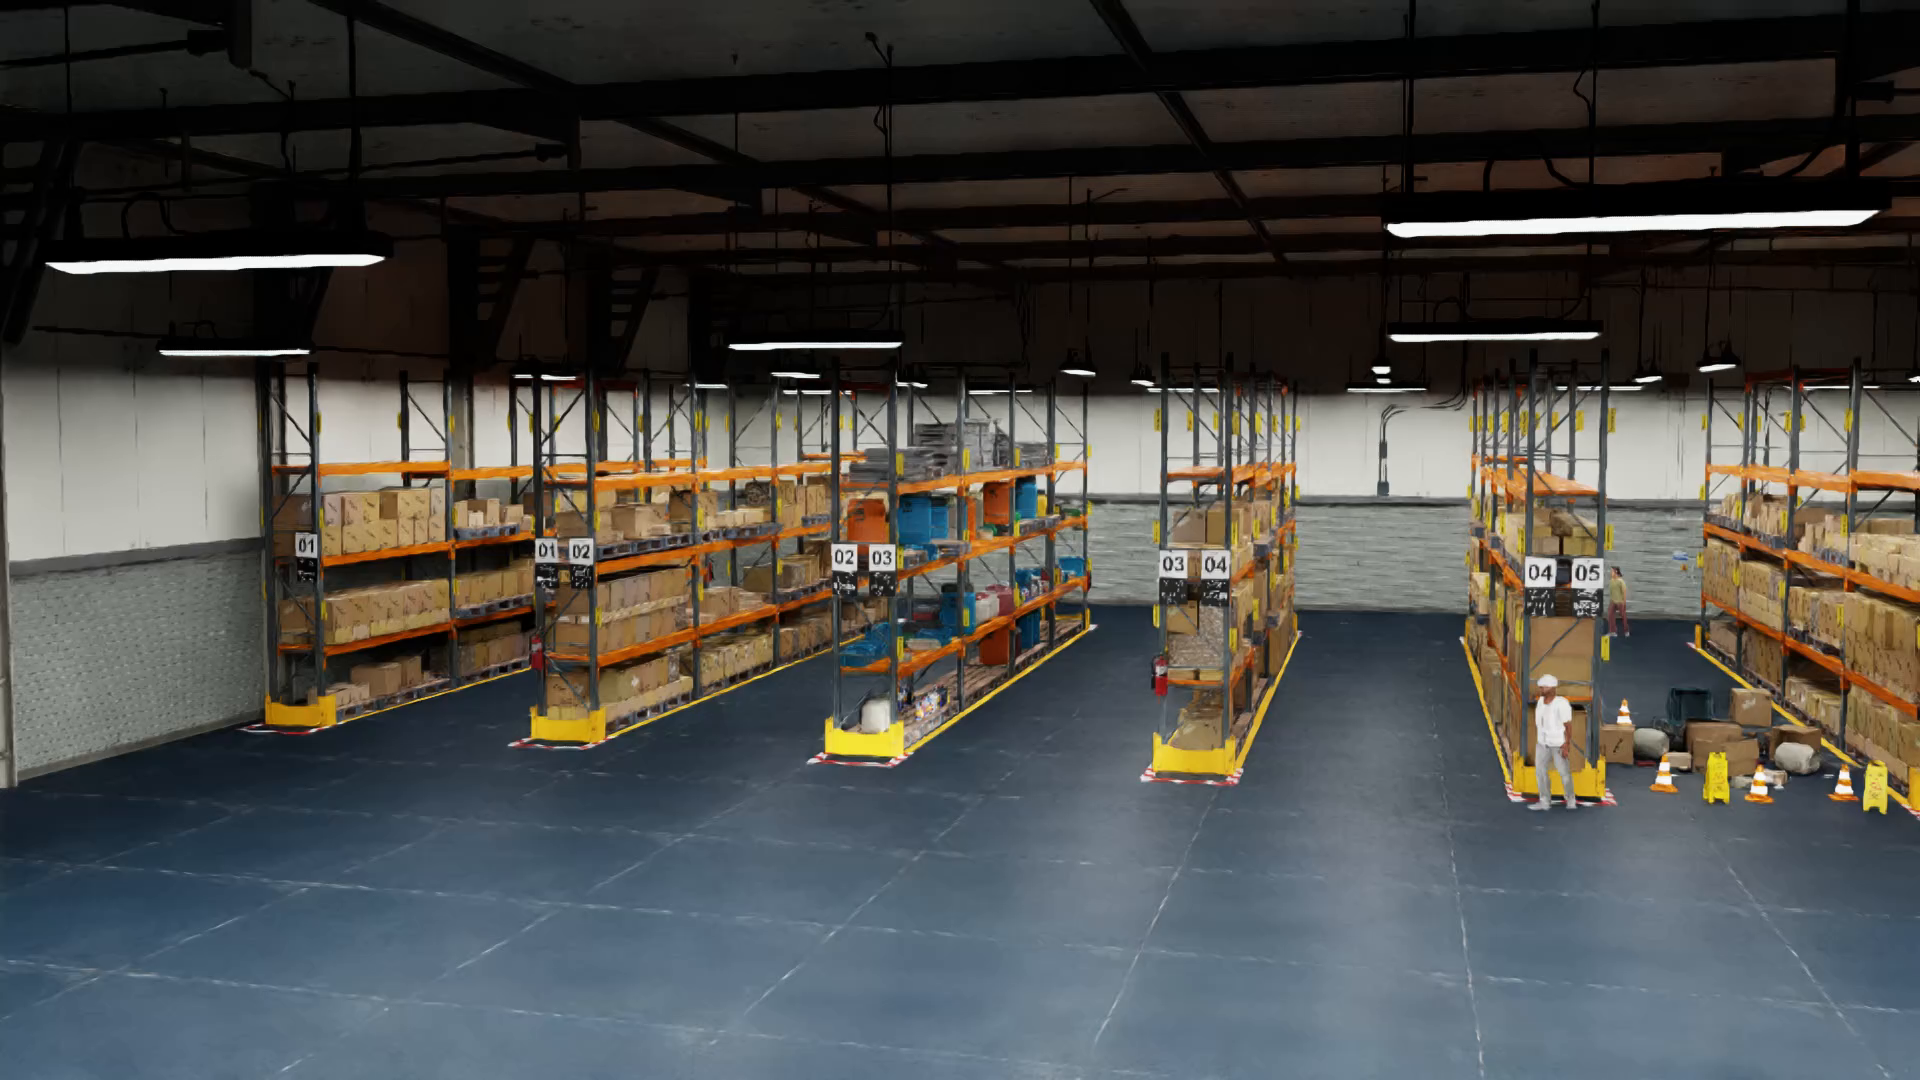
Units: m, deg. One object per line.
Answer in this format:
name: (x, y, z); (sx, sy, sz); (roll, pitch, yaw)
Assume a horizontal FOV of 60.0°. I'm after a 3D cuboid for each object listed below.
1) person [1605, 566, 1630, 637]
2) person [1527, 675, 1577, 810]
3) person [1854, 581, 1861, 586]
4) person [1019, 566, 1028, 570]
person: (15.443, 1.436, 38.988); (0.591, 1.661, 0.490); (-2, 4, -27)
person: (7.687, 2.620, 21.527); (0.596, 1.757, 0.595); (-2, 5, -27)
person: (18.859, 1.683, 35.103); (0.563, 1.665, 0.580); (2, 5, 29)
person: (1.498, 1.416, 39.302); (0.436, 1.618, 1.001); (2, 4, 24)
